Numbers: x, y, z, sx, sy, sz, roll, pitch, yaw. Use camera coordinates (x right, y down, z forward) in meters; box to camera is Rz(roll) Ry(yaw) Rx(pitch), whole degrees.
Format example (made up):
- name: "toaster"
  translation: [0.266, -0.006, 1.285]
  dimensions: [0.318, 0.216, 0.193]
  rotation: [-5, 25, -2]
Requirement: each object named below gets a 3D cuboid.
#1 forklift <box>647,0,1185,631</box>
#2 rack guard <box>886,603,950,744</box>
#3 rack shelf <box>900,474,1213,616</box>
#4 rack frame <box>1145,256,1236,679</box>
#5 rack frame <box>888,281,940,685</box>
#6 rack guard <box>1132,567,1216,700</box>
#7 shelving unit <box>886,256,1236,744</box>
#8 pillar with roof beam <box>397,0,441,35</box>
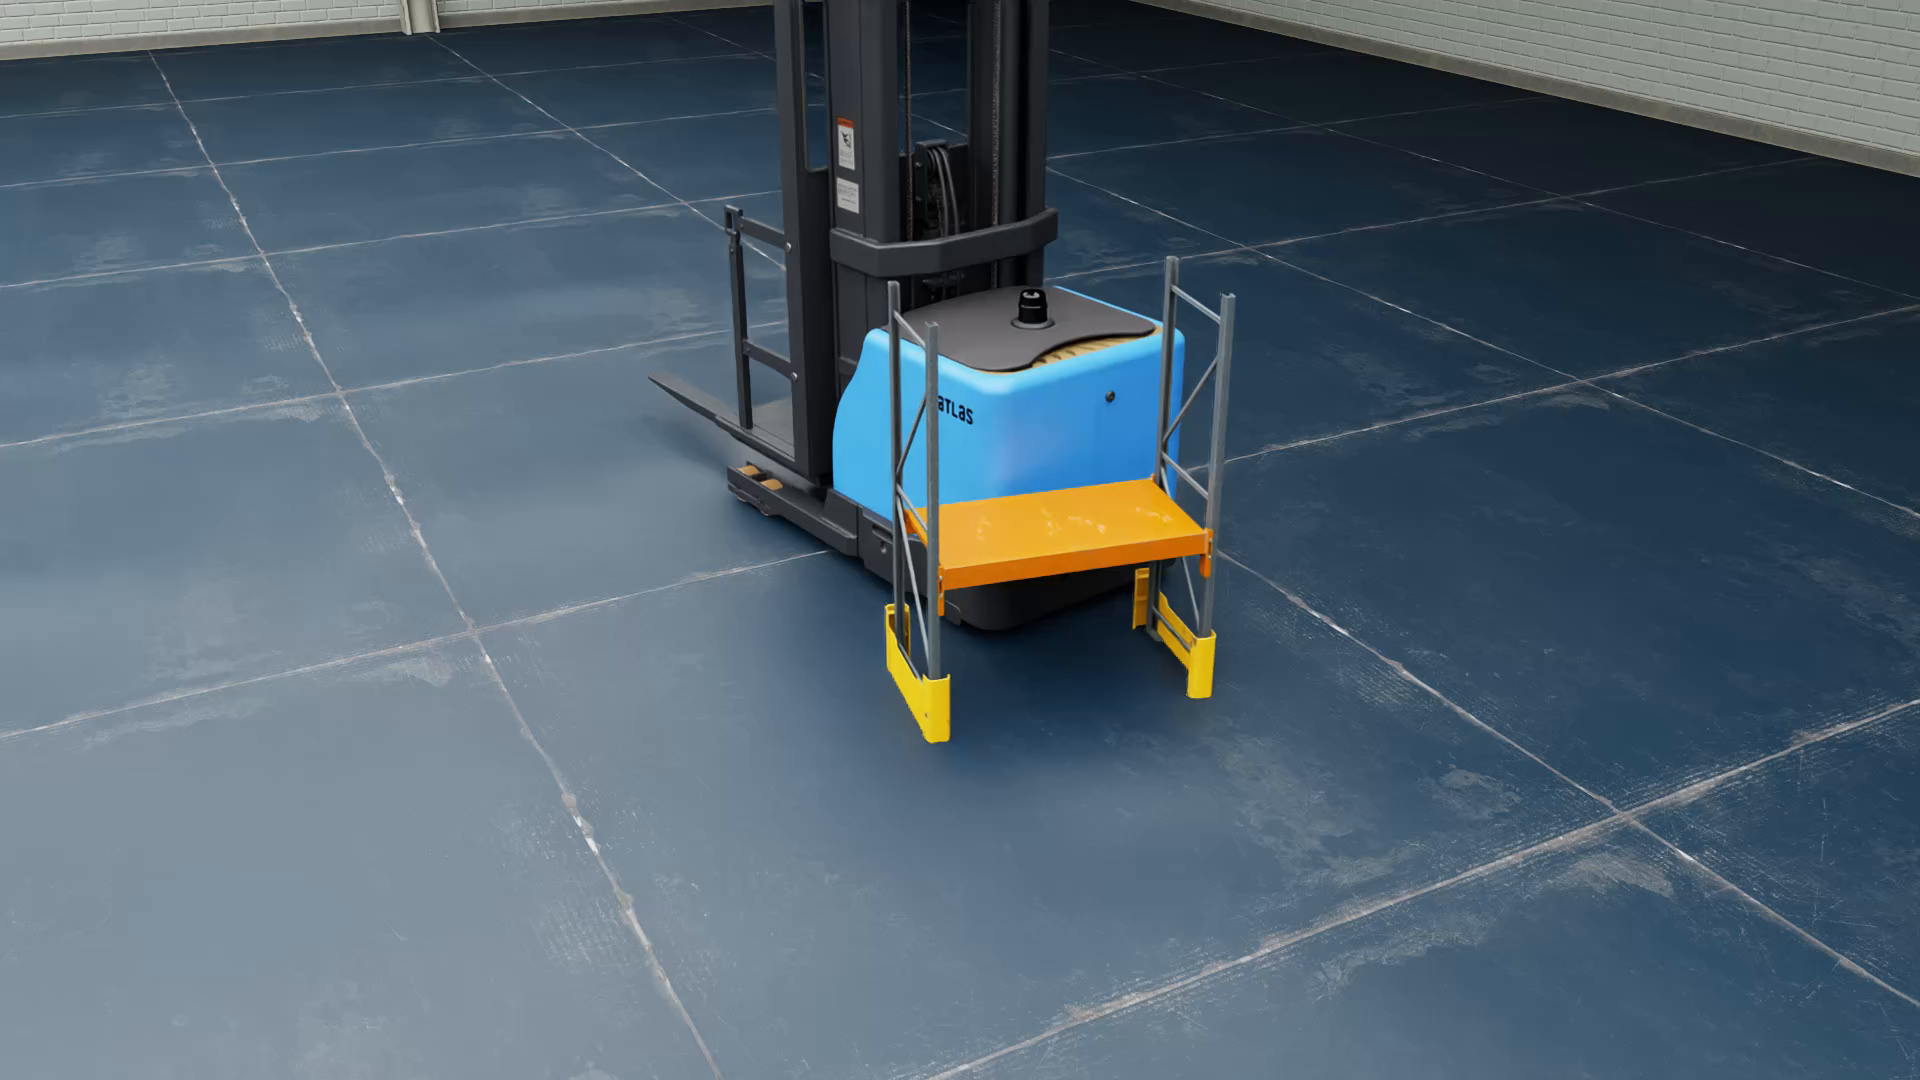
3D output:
- name: "forklift"
  translation: [-0.407, -1.546, 7.084]
  dimensions: [1.130, 2.935, 3.031]
  rotation: [-19, 31, -34]
- name: "rack guard"
  translation: [-0.155, 0.471, 5.981]
  dimensions: [0.087, 0.250, 0.587]
  rotation: [-8, 27, -15]
- name: "rack shelf"
  translation: [0.330, 0.005, 5.923]
  dimensions: [1.000, 0.185, 0.538]
  rotation: [-8, 27, -15]
- name: "rack frame"
  translation: [0.816, -0.223, 5.981]
  dimensions: [0.032, 1.500, 0.500]
  rotation: [-8, 27, -15]
- name: "rack frame"
  translation: [-0.156, -0.093, 5.710]
  dimensions: [0.032, 1.500, 0.500]
  rotation: [-8, 27, -15]
- name: "rack guard"
  translation: [0.797, 0.343, 6.246]
  dimensions: [0.087, 0.250, 0.587]
  rotation: [-8, 27, -15]
- name: "shelving unit"
  translation: [0.321, -0.156, 5.843]
  dimensions: [1.083, 1.500, 0.587]
  rotation: [-8, 27, -15]
- name: "pillar with roof beam"
  translation: [-4.444, -8.517, 14.592]
  dimensions: [0.400, 9.000, 9.100]
  rotation: [-13, 29, -25]
